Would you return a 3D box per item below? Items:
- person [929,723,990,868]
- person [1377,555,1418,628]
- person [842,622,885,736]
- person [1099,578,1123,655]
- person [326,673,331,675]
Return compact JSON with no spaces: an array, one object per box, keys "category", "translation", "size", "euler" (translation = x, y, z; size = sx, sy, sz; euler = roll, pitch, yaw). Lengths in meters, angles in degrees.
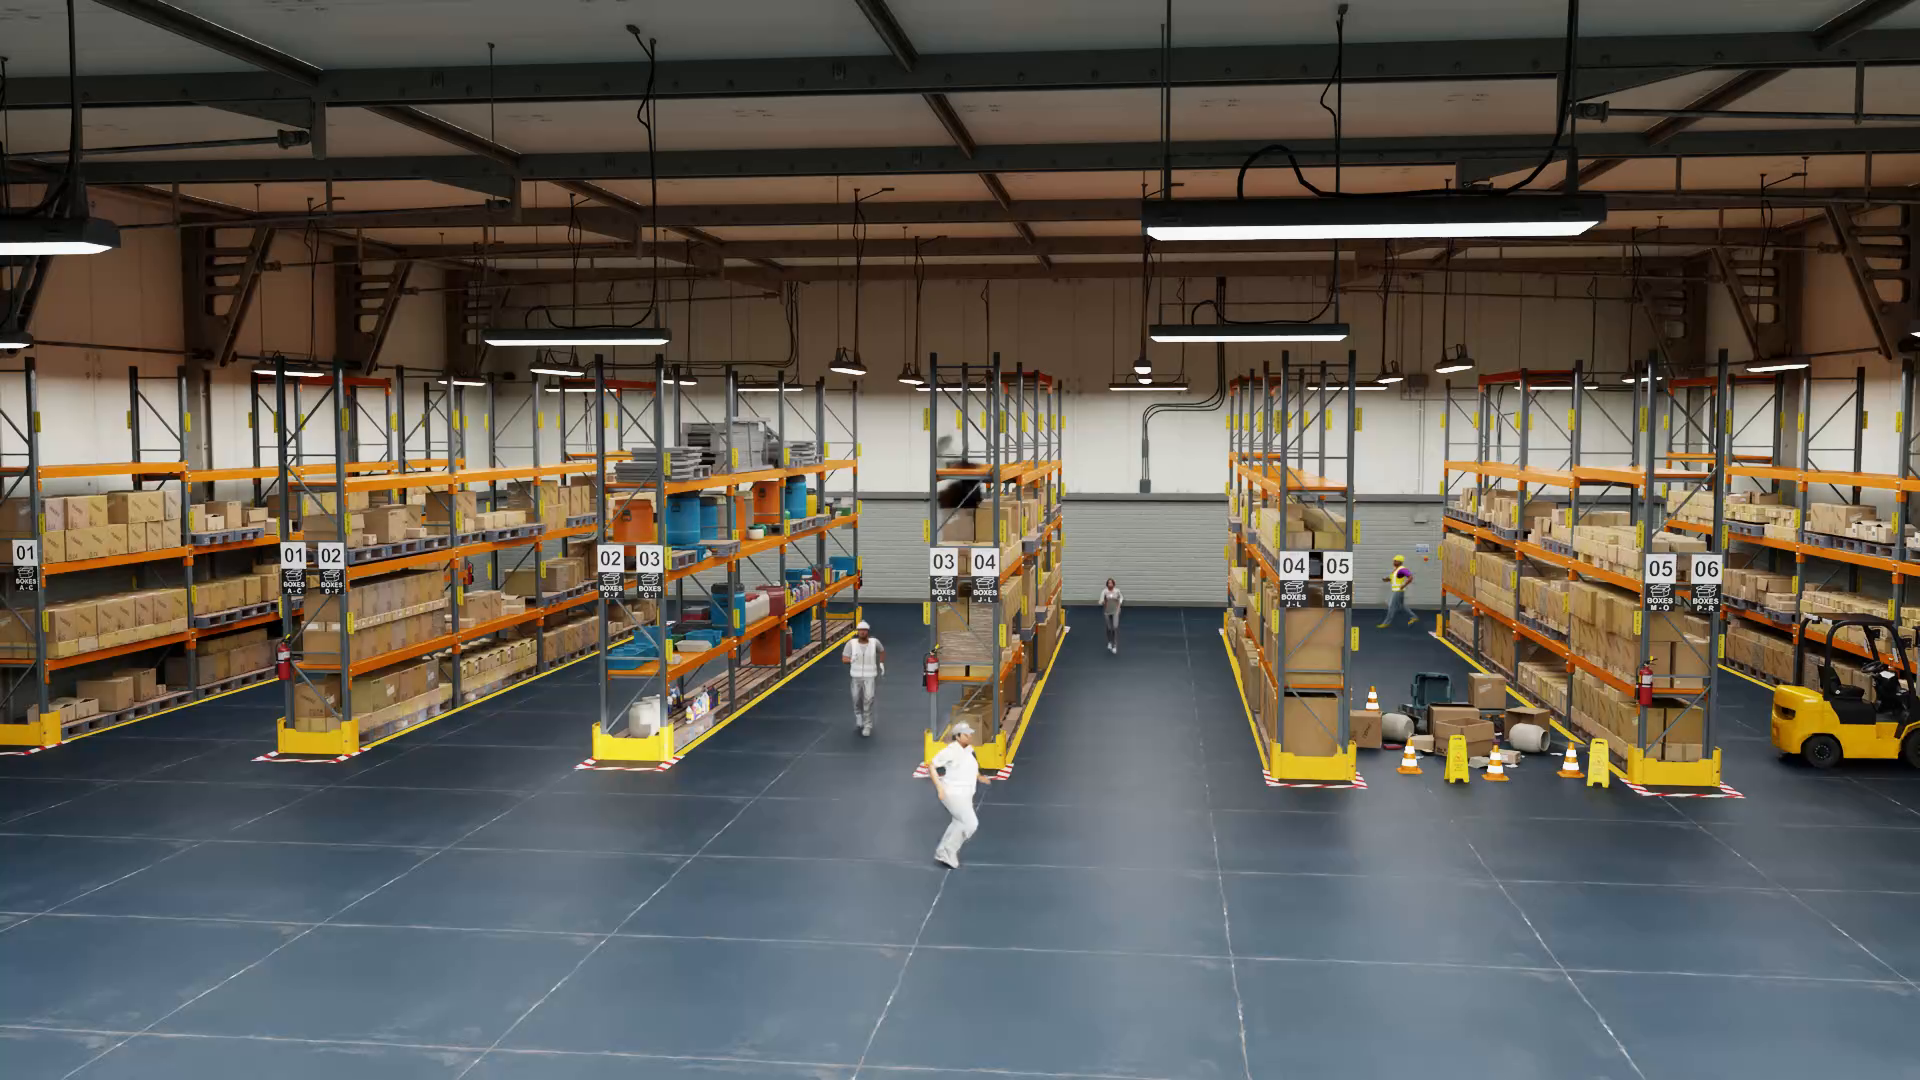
[{"category":"person","translation":[0.007,2.859,18.644],"size":[0.721,1.631,0.576],"euler":[2,5,31]},{"category":"person","translation":[10.593,1.241,40.219],"size":[1.004,1.758,0.707],"euler":[0,4,7]},{"category":"person","translation":[-1.553,2.193,26.709],"size":[0.683,1.771,0.995],"euler":[0,4,1]},{"category":"person","translation":[3.279,1.643,36.185],"size":[0.522,1.645,0.751],"euler":[0,4,5]},{"category":"person","translation":[-11.281,2.037,30.078],"size":[0.588,1.669,0.834],"euler":[0,4,-2]}]
